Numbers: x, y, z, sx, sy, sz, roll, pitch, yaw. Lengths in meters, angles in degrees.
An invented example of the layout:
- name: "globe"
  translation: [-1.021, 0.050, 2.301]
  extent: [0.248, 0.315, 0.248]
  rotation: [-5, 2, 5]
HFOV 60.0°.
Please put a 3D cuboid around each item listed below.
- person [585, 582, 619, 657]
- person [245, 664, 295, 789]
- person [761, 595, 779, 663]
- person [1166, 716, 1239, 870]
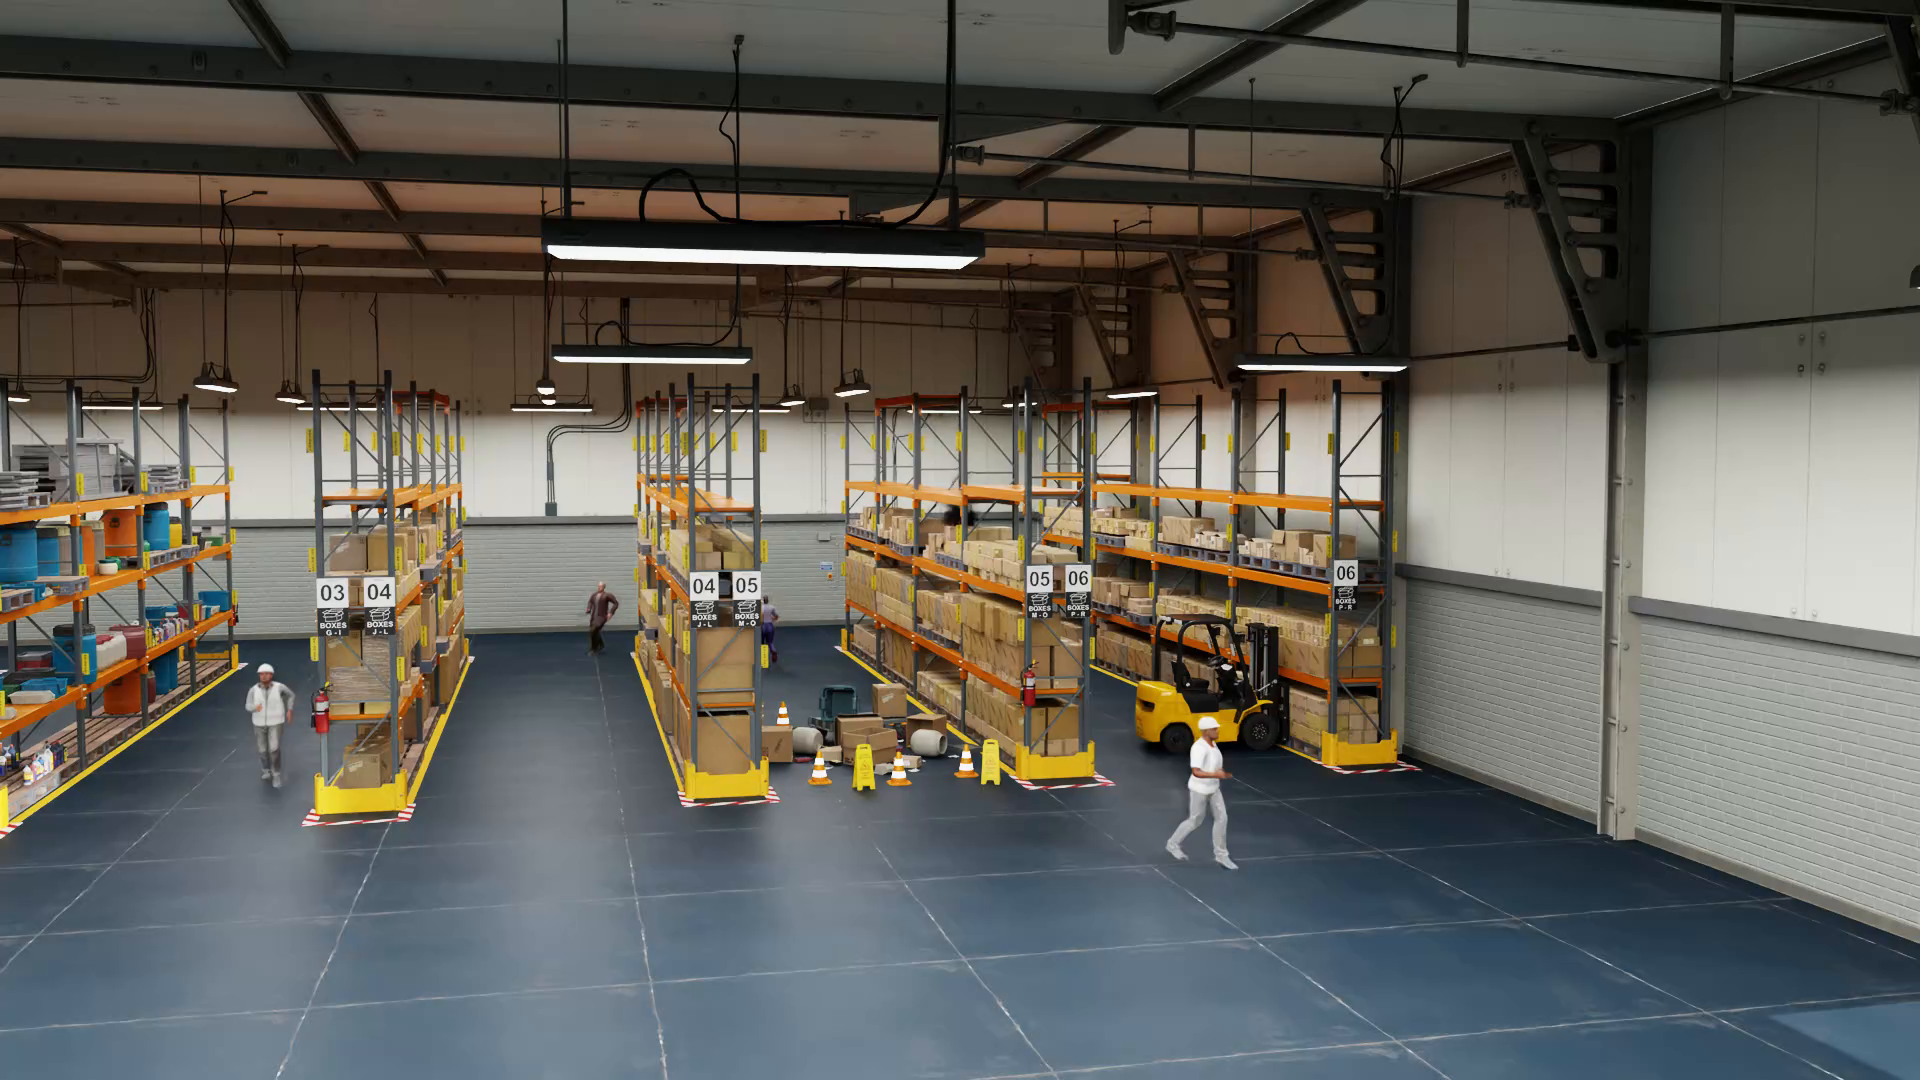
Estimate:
- name: "person"
  translation: [-8.500, 1.875, 39.322]
  extent: [0.772, 1.790, 0.729]
  rotation: [2, 4, 33]
- name: "person"
  translation: [-10.100, 2.716, 24.320]
  extent: [0.617, 1.822, 0.802]
  rotation: [-1, 3, -9]
- name: "person"
  translation: [-4.378, 2.037, 37.512]
  extent: [0.604, 1.603, 0.601]
  rotation: [-2, 4, -29]
- name: "person"
  translation: [2.868, 2.981, 19.695]
  extent: [0.874, 1.803, 0.644]
  rotation: [2, 4, 34]
